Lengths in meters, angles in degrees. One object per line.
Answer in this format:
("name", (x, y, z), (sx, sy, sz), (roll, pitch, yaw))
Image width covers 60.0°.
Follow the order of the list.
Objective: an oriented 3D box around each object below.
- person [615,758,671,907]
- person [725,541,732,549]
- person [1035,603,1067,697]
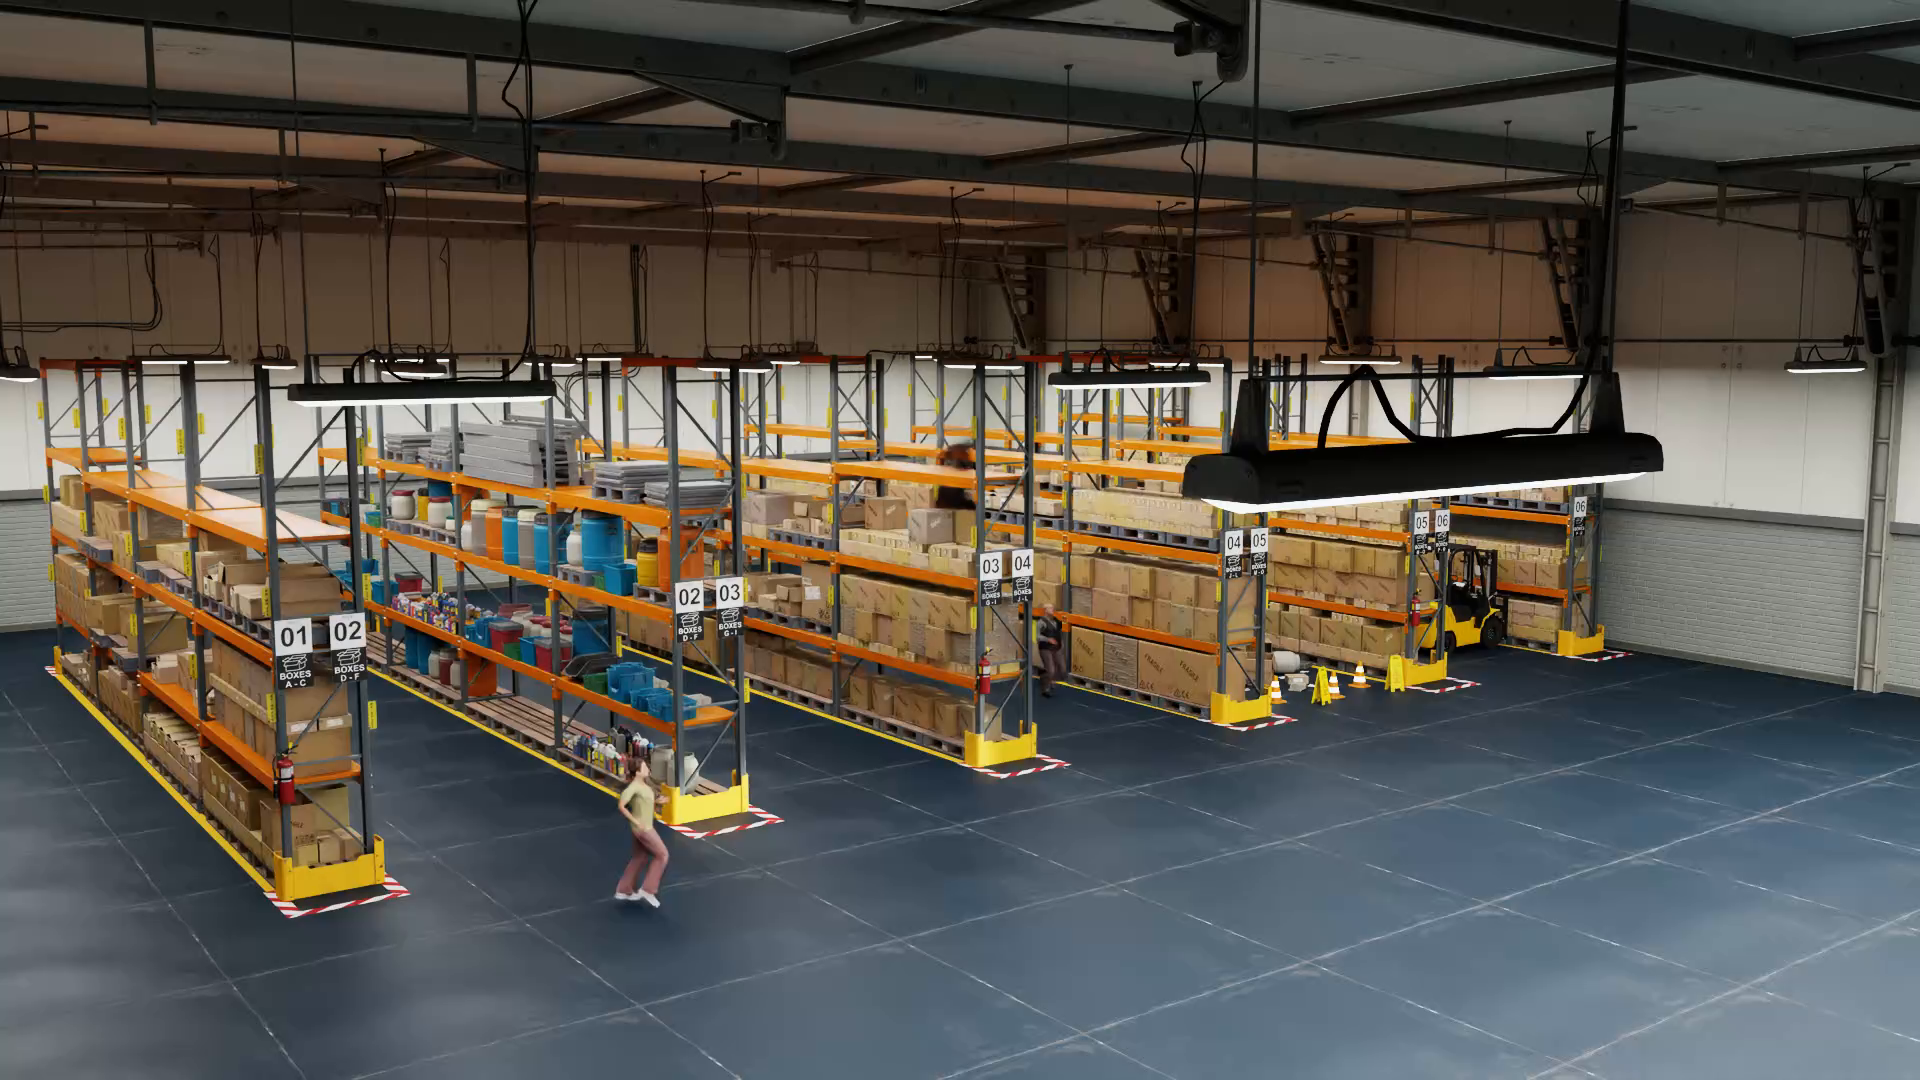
("person", (-3.560, 3.276, 18.647), (0.652, 1.705, 0.558), (-1, 7, -12))
("person", (-5.427, 0.853, 38.572), (0.693, 1.725, 0.651), (-4, 8, -32))
("person", (1.641, 1.956, 29.496), (0.651, 1.673, 0.583), (-6, 9, -39))
